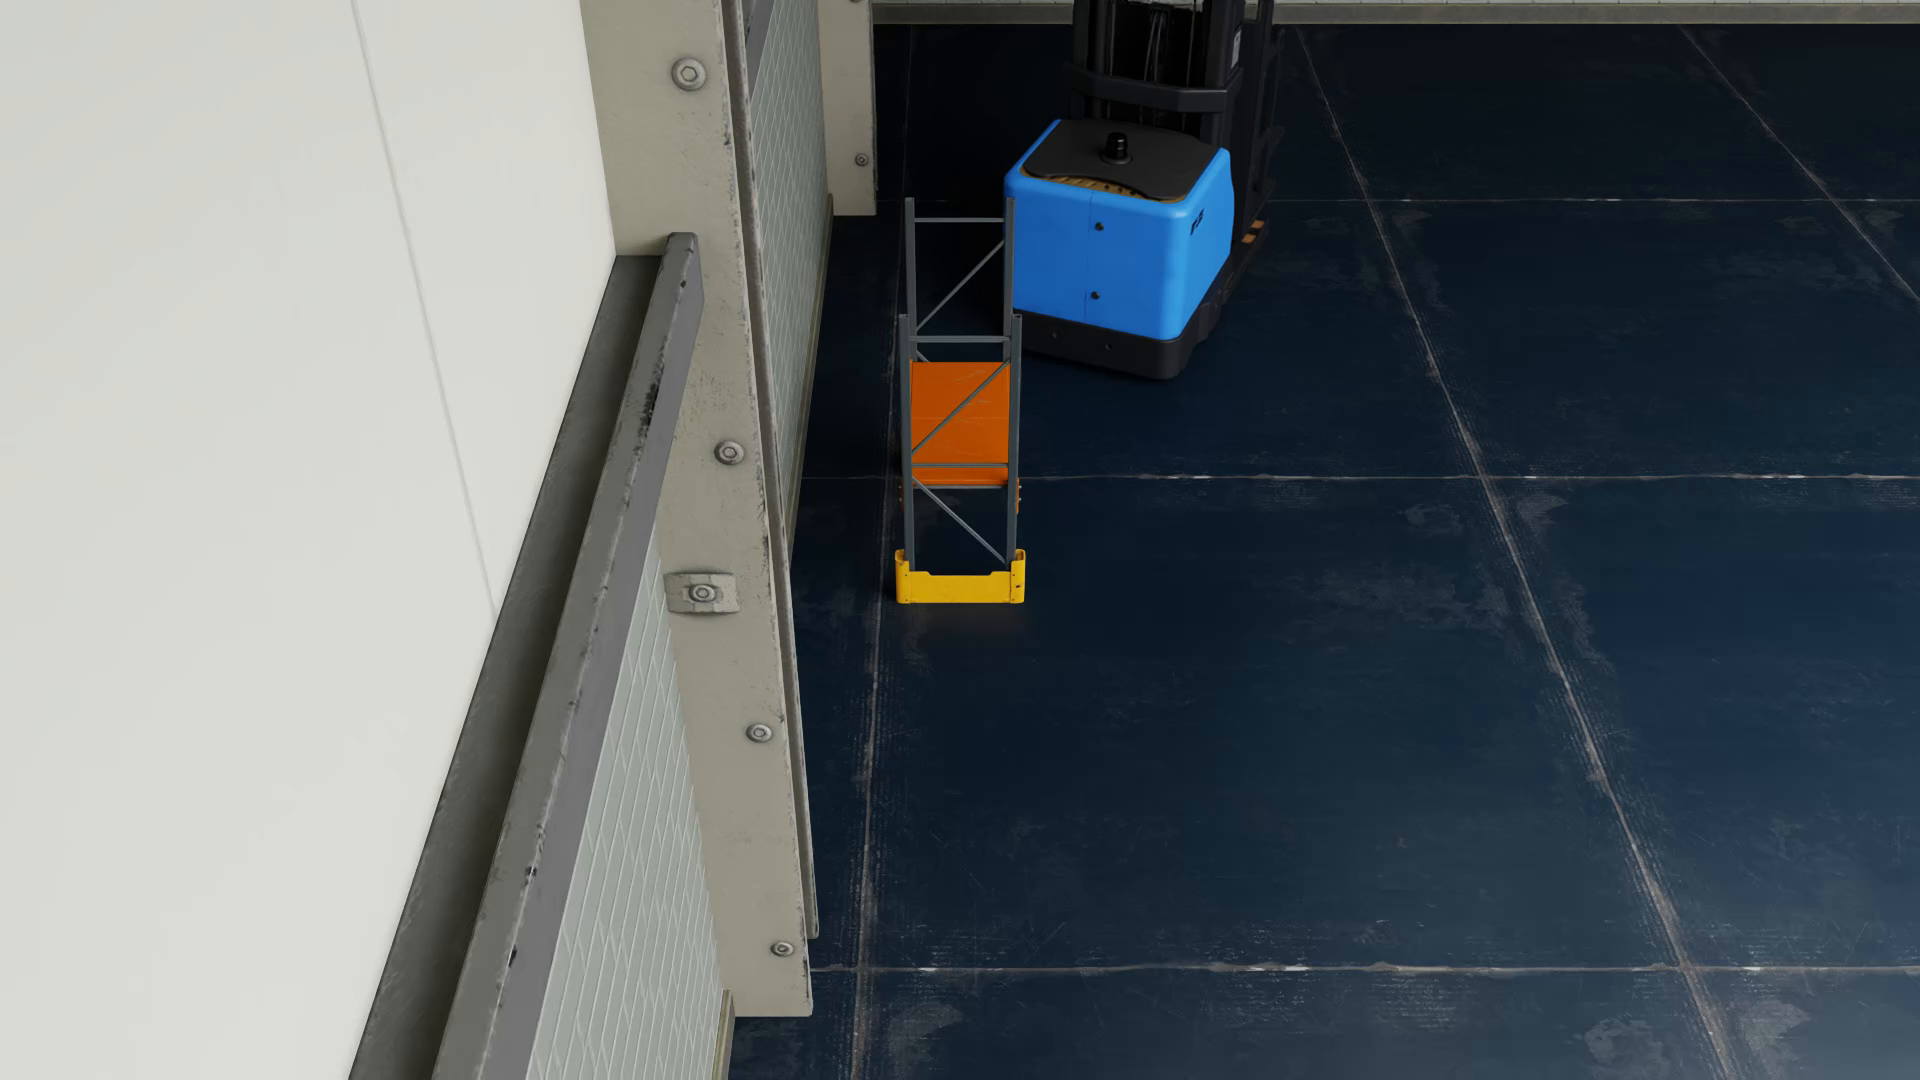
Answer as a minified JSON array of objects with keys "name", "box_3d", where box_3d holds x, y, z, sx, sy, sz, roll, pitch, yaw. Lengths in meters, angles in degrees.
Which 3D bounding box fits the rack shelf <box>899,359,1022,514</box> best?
[{"name":"rack shelf","box_3d":[0.000,-0.498,7.706,0.538,0.185,1.000,0,39,0]}]

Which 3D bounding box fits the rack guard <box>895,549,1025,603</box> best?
[{"name":"rack guard","box_3d":[0.000,0.166,7.588,0.587,0.250,0.087,0,39,0]}]

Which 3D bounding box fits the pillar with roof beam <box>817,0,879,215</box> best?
[{"name":"pillar with roof beam","box_3d":[3.618,-5.704,7.918,9.100,9.000,0.400,0,39,0]}]

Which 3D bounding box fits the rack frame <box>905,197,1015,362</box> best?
[{"name":"rack frame","box_3d":[-0.001,-0.956,7.990,0.500,1.500,0.032,0,39,0]}]

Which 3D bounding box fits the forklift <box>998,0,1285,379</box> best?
[{"name":"forklift","box_3d":[1.257,-2.931,9.309,1.130,2.935,3.031,15,41,18]}]

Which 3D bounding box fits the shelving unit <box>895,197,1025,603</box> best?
[{"name":"shelving unit","box_3d":[0.000,-0.633,7.586,0.587,1.500,1.083,0,39,0]}]

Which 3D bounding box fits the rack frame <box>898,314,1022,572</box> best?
[{"name":"rack frame","box_3d":[0.000,-0.321,7.196,0.500,1.500,0.032,0,39,0]}]

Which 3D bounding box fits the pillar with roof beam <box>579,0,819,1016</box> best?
[{"name":"pillar with roof beam","box_3d":[3.625,-1.952,3.236,9.100,9.000,0.400,0,39,0]}]
